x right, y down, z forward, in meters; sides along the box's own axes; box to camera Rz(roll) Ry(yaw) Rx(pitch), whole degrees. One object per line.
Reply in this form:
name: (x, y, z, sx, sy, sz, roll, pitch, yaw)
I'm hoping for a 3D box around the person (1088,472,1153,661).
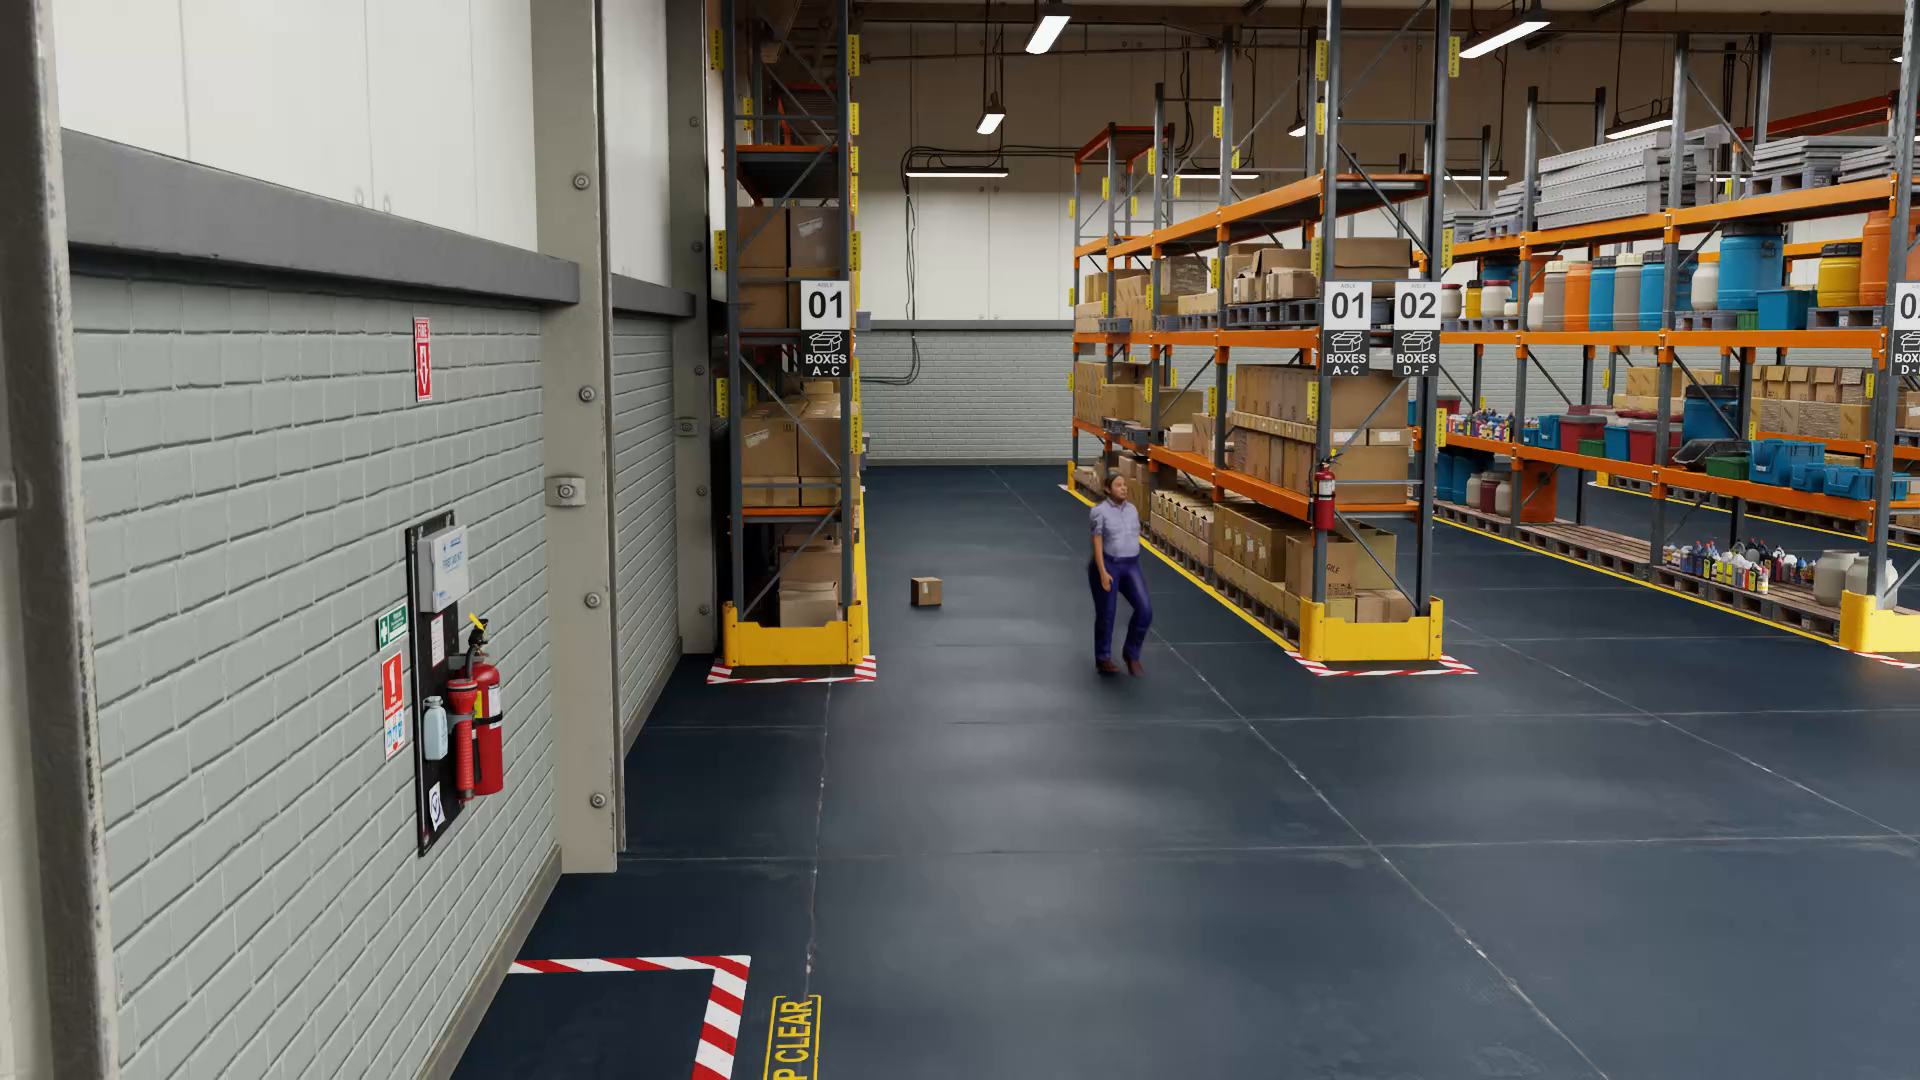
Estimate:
person: (1.285, 0.233, 13.459, 0.469, 1.563, 0.482, -3, 8, -23)
